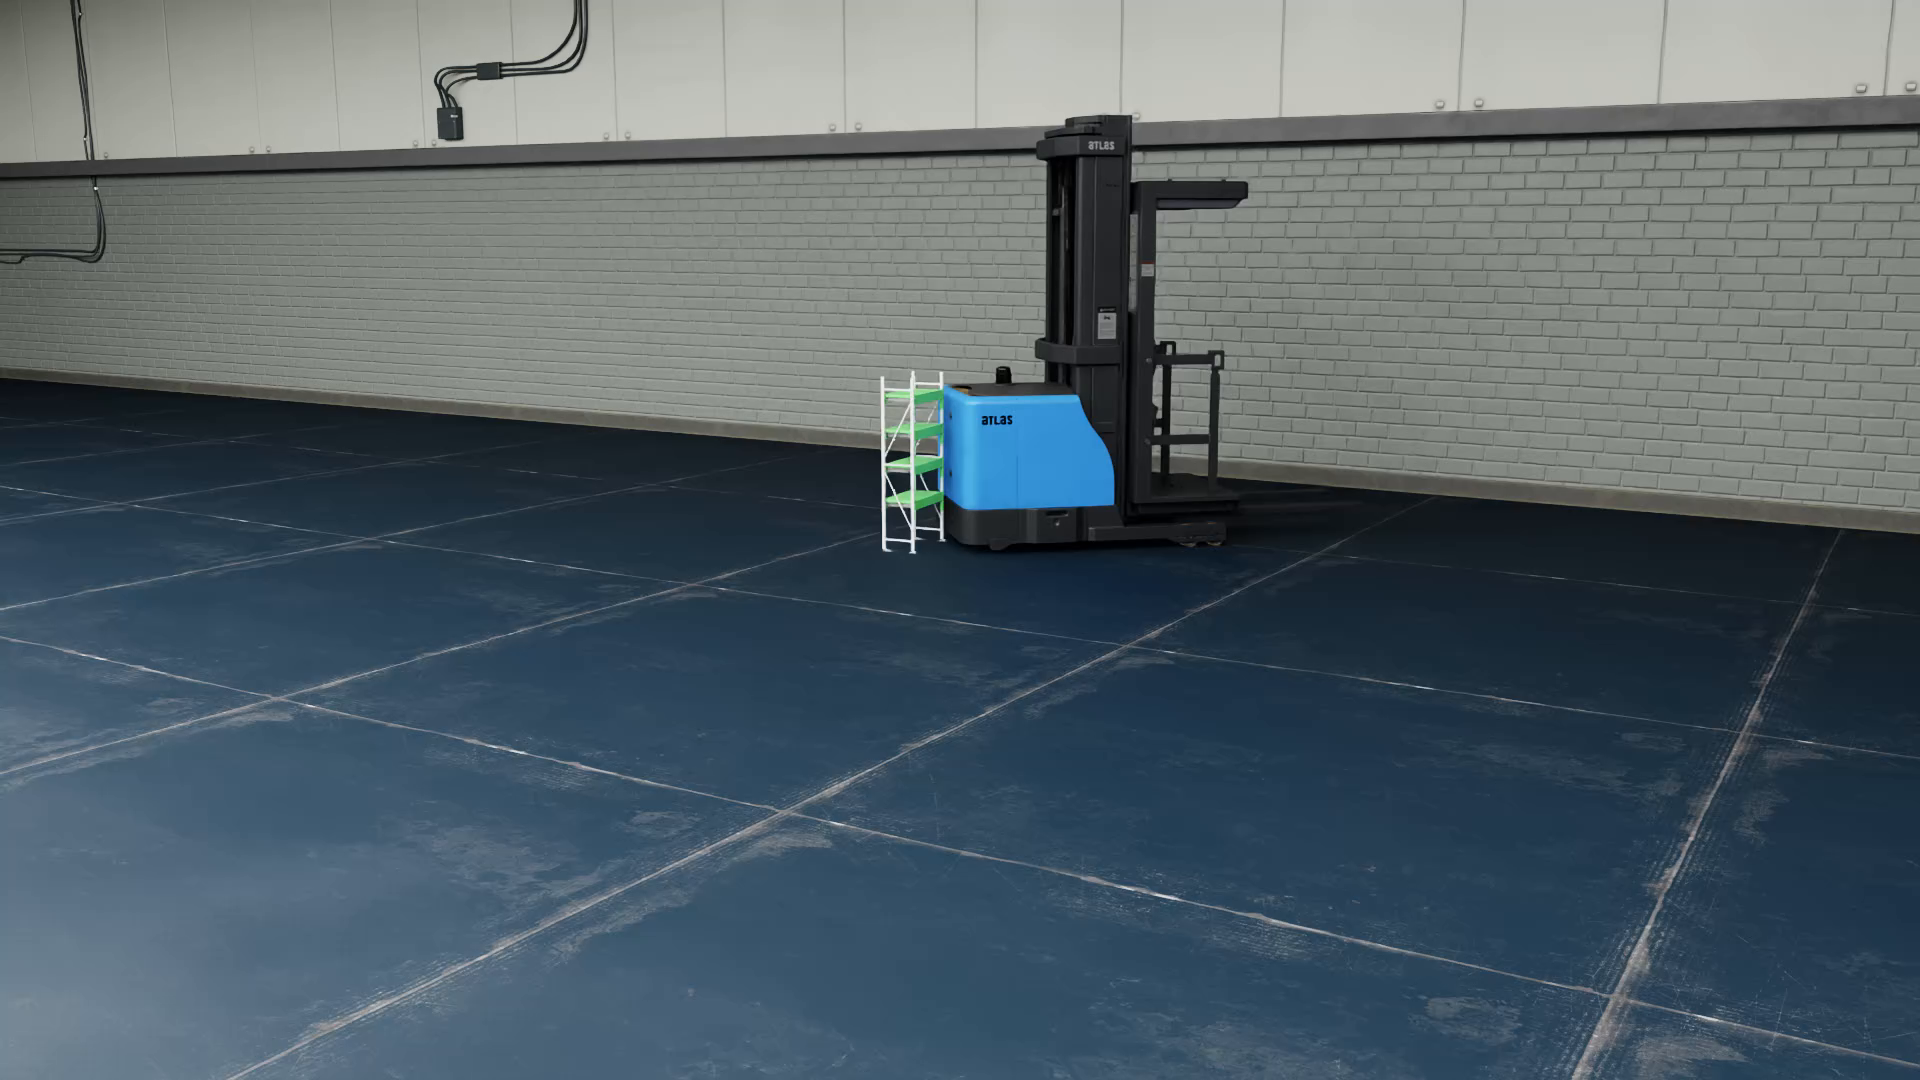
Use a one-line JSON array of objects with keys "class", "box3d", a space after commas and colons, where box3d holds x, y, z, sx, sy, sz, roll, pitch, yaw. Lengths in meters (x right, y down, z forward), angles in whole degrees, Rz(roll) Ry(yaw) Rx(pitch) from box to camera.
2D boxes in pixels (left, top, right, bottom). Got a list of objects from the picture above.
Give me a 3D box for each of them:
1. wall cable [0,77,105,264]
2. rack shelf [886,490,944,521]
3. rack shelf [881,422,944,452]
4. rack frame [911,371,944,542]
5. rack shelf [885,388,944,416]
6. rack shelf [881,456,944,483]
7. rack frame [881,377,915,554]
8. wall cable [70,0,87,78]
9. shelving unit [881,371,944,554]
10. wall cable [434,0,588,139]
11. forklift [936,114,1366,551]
[{"class": "wall cable", "box3d": [-13.116, -5.179, 23.514, 3.097, 2.526, 0.112, 6, 12, 31]}, {"class": "rack shelf", "box3d": [-0.325, -0.248, 11.585, 0.258, 0.148, 0.480, 5, 12, 23]}, {"class": "rack shelf", "box3d": [-0.325, -0.720, 11.497, 0.258, 0.148, 0.480, 5, 12, 23]}, {"class": "rack frame", "box3d": [-0.228, -0.588, 11.750, 0.240, 1.200, 0.015, 5, 12, 23]}, {"class": "rack shelf", "box3d": [-0.325, -0.956, 11.453, 0.258, 0.148, 0.480, 5, 12, 23]}, {"class": "rack shelf", "box3d": [-0.325, -0.484, 11.541, 0.258, 0.148, 0.480, 5, 12, 23]}, {"class": "rack frame", "box3d": [-0.421, -0.506, 11.309, 0.240, 1.200, 0.015, 5, 12, 23]}, {"class": "wall cable", "box3d": [-10.804, -7.403, 21.669, 3.097, 2.526, 0.112, 6, 12, 31]}, {"class": "shelving unit", "box3d": [-0.325, -0.547, 11.529, 0.258, 1.200, 0.503, 5, 12, 23]}, {"class": "wall cable", "box3d": [-5.011, -7.467, 18.057, 2.305, 6.003, 0.169, 6, 12, 31]}, {"class": "forklift", "box3d": [1.395, -1.484, 11.831, 3.031, 2.935, 1.130, -2, 11, -12]}]
